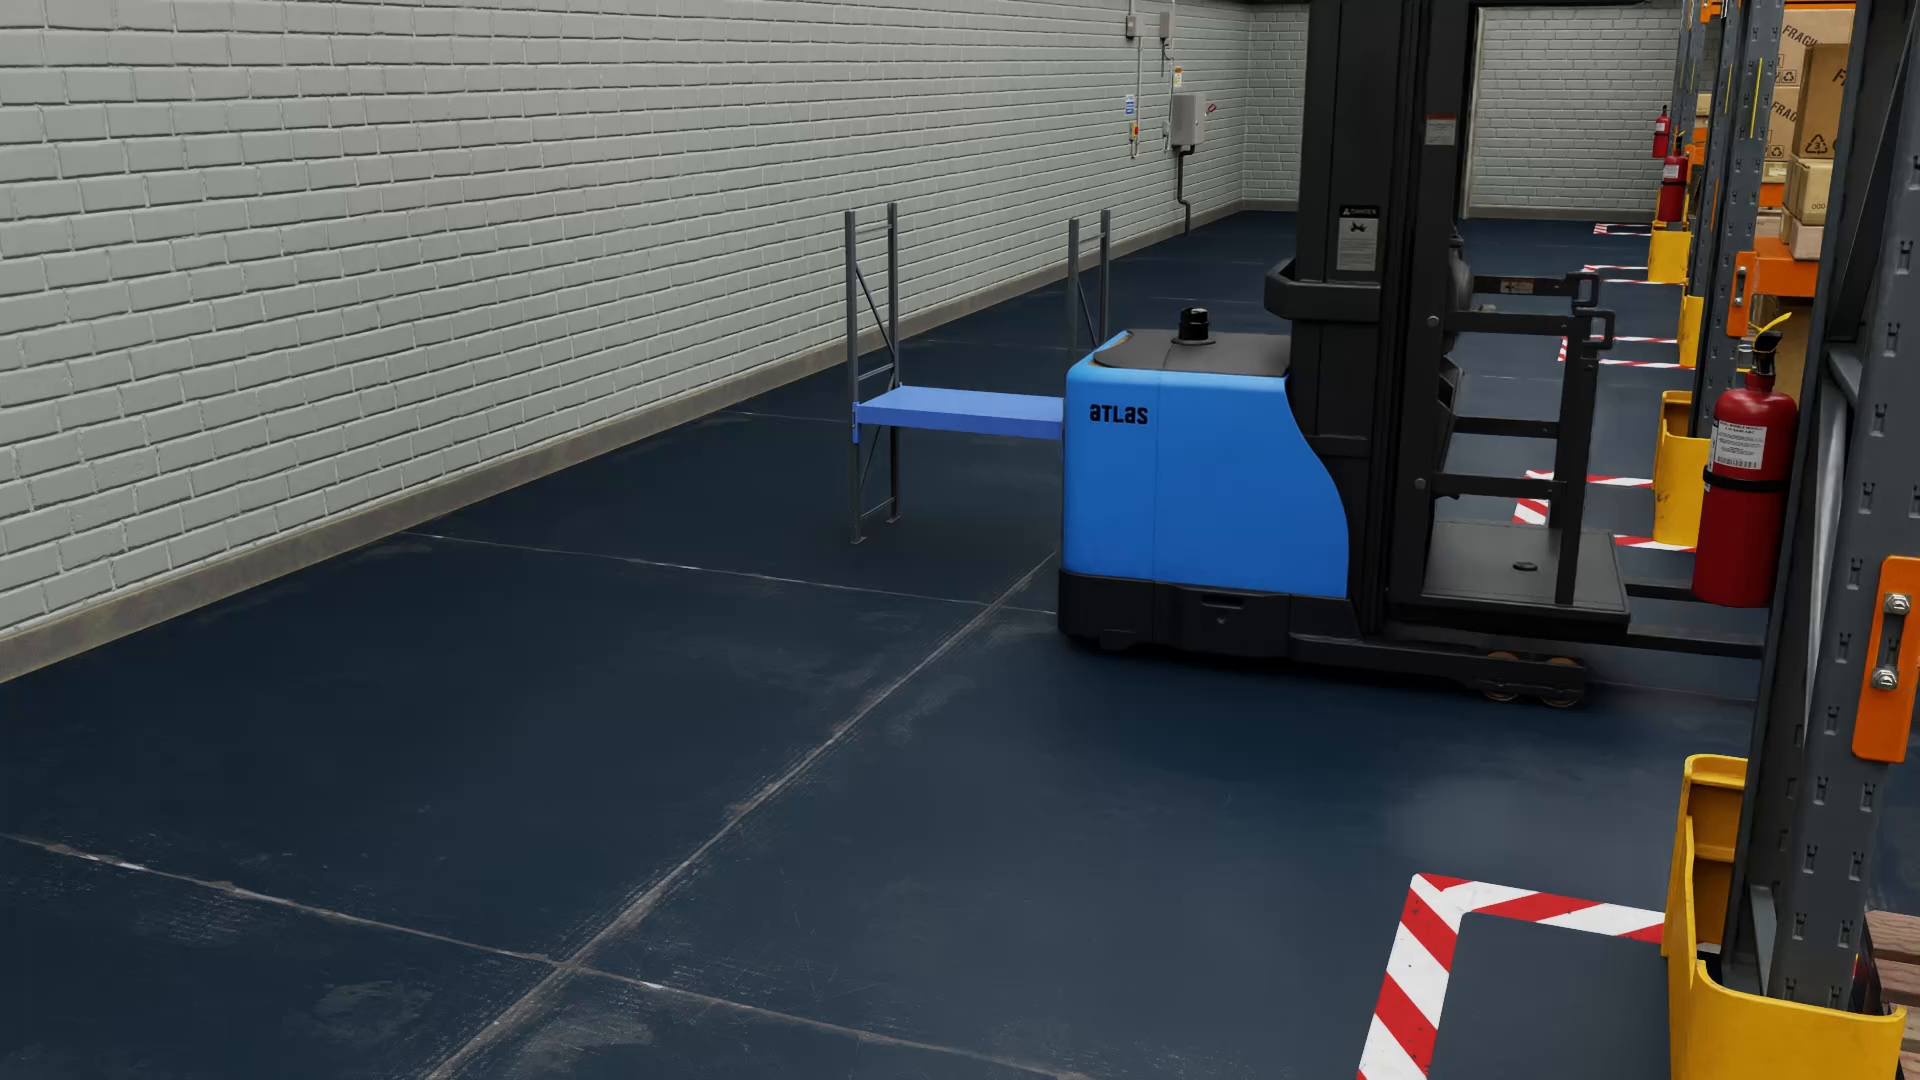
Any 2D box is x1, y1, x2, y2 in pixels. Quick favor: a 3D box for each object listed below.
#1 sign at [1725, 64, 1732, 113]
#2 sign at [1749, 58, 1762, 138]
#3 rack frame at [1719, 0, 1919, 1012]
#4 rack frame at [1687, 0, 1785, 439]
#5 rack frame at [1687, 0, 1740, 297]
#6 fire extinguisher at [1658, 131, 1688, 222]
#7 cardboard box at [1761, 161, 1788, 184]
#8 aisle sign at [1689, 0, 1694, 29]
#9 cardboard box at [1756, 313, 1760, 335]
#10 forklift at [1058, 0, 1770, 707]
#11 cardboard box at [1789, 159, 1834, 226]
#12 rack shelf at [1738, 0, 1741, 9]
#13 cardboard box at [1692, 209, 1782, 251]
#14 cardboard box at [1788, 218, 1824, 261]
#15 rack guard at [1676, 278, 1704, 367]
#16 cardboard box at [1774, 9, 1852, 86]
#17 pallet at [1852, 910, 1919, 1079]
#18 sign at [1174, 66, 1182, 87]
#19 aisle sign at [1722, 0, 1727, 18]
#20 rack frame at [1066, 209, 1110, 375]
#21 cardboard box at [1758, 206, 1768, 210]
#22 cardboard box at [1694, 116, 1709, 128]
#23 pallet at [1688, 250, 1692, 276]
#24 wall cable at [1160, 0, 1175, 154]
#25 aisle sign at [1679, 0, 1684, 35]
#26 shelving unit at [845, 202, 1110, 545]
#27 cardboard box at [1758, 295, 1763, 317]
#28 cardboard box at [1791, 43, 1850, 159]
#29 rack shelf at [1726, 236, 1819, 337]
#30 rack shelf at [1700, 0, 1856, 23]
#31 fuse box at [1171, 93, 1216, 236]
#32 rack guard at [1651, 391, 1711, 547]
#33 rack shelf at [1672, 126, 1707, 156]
[{"bbox_3d":[5.290,-3.109,11.449,0.005,0.325,0.100,6,17,21],"label":"sign"},{"bbox_3d":[3.365,-1.868,7.034,0.005,0.325,0.100,6,17,21],"label":"sign"},{"bbox_3d":[1.757,-0.273,3.234,0.127,3.000,1.000,6,17,21],"label":"rack frame"},{"bbox_3d":[3.575,-1.558,7.659,0.127,3.000,1.000,6,17,21],"label":"rack frame"},{"bbox_3d":[5.489,-2.834,12.055,0.127,3.000,1.000,6,17,21],"label":"rack frame"},{"bbox_3d":[5.424,-2.763,12.618,0.183,0.674,0.296,6,17,21],"label":"fire extinguisher"},{"bbox_3d":[5.670,-2.595,11.683,0.250,0.149,0.380,6,17,20],"label":"cardboard box"},{"bbox_3d":[7.037,-5.308,15.916,0.004,0.787,0.394,6,17,21],"label":"aisle sign"},{"bbox_3d":[5.858,-1.530,11.923,0.250,0.149,0.380,7,17,22],"label":"cardboard box"},{"bbox_3d":[1.945,-1.000,5.861,3.031,2.935,1.130,5,17,17],"label":"forklift"},{"bbox_3d":[3.922,-1.509,7.228,0.500,0.250,0.500,6,17,19],"label":"cardboard box"},{"bbox_3d":[7.349,-3.724,11.032,4.000,0.370,1.077,6,17,21],"label":"rack shelf"},{"bbox_3d":[7.861,-3.058,16.668,0.875,0.438,0.875,6,17,19],"label":"cardboard box"},{"bbox_3d":[3.784,-1.315,7.274,0.250,0.149,0.380,6,17,21],"label":"cardboard box"},{"bbox_3d":[5.559,-1.626,12.376,0.348,0.500,1.175,6,17,21],"label":"rack guard"},{"bbox_3d":[5.809,-3.390,11.464,0.500,0.500,0.500,6,17,20],"label":"cardboard box"},{"bbox_3d":[2.510,1.160,3.298,1.213,0.211,1.003,6,17,21],"label":"pallet"},{"bbox_3d":[2.650,-5.632,20.212,0.001,0.242,0.339,6,17,21],"label":"sign"},{"bbox_3d":[5.311,-4.012,11.450,0.004,0.787,0.394,6,17,21],"label":"aisle sign"},{"bbox_3d":[0.552,-0.660,7.255,0.032,1.500,0.500,6,17,21],"label":"rack frame"},{"bbox_3d":[9.944,-4.107,20.802,0.250,0.149,0.380,6,17,18],"label":"cardboard box"},{"bbox_3d":[9.234,-5.190,20.622,0.250,0.149,0.380,6,17,20],"label":"cardboard box"},{"bbox_3d":[7.983,-2.727,16.689,1.213,0.211,1.003,6,17,21],"label":"pallet"},{"bbox_3d":[2.466,-5.556,19.608,0.122,1.984,0.588,6,17,21],"label":"wall cable"},{"bbox_3d":[8.857,-6.595,20.347,0.004,0.787,0.394,6,17,21],"label":"aisle sign"},{"bbox_3d":[0.079,-0.712,7.434,1.048,1.500,0.538,6,17,21],"label":"shelving unit"},{"bbox_3d":[5.882,-1.689,11.938,0.250,0.149,0.380,7,18,23],"label":"cardboard box"},{"bbox_3d":[4.124,-2.007,7.597,0.500,0.500,0.500,7,17,21],"label":"cardboard box"},{"bbox_3d":[5.435,-1.008,7.055,4.000,0.370,1.077,6,17,21],"label":"rack shelf"},{"bbox_3d":[9.071,-5.018,15.490,4.000,0.370,1.077,6,17,21],"label":"rack shelf"},{"bbox_3d":[2.863,-4.610,20.483,0.414,1.711,0.539,6,17,21],"label":"fuse box"},{"bbox_3d":[3.552,-0.360,8.016,0.348,0.500,1.175,6,17,21],"label":"rack guard"},{"bbox_3d":[10.889,-4.866,20.344,4.000,0.370,1.077,6,17,21],"label":"rack shelf"}]
